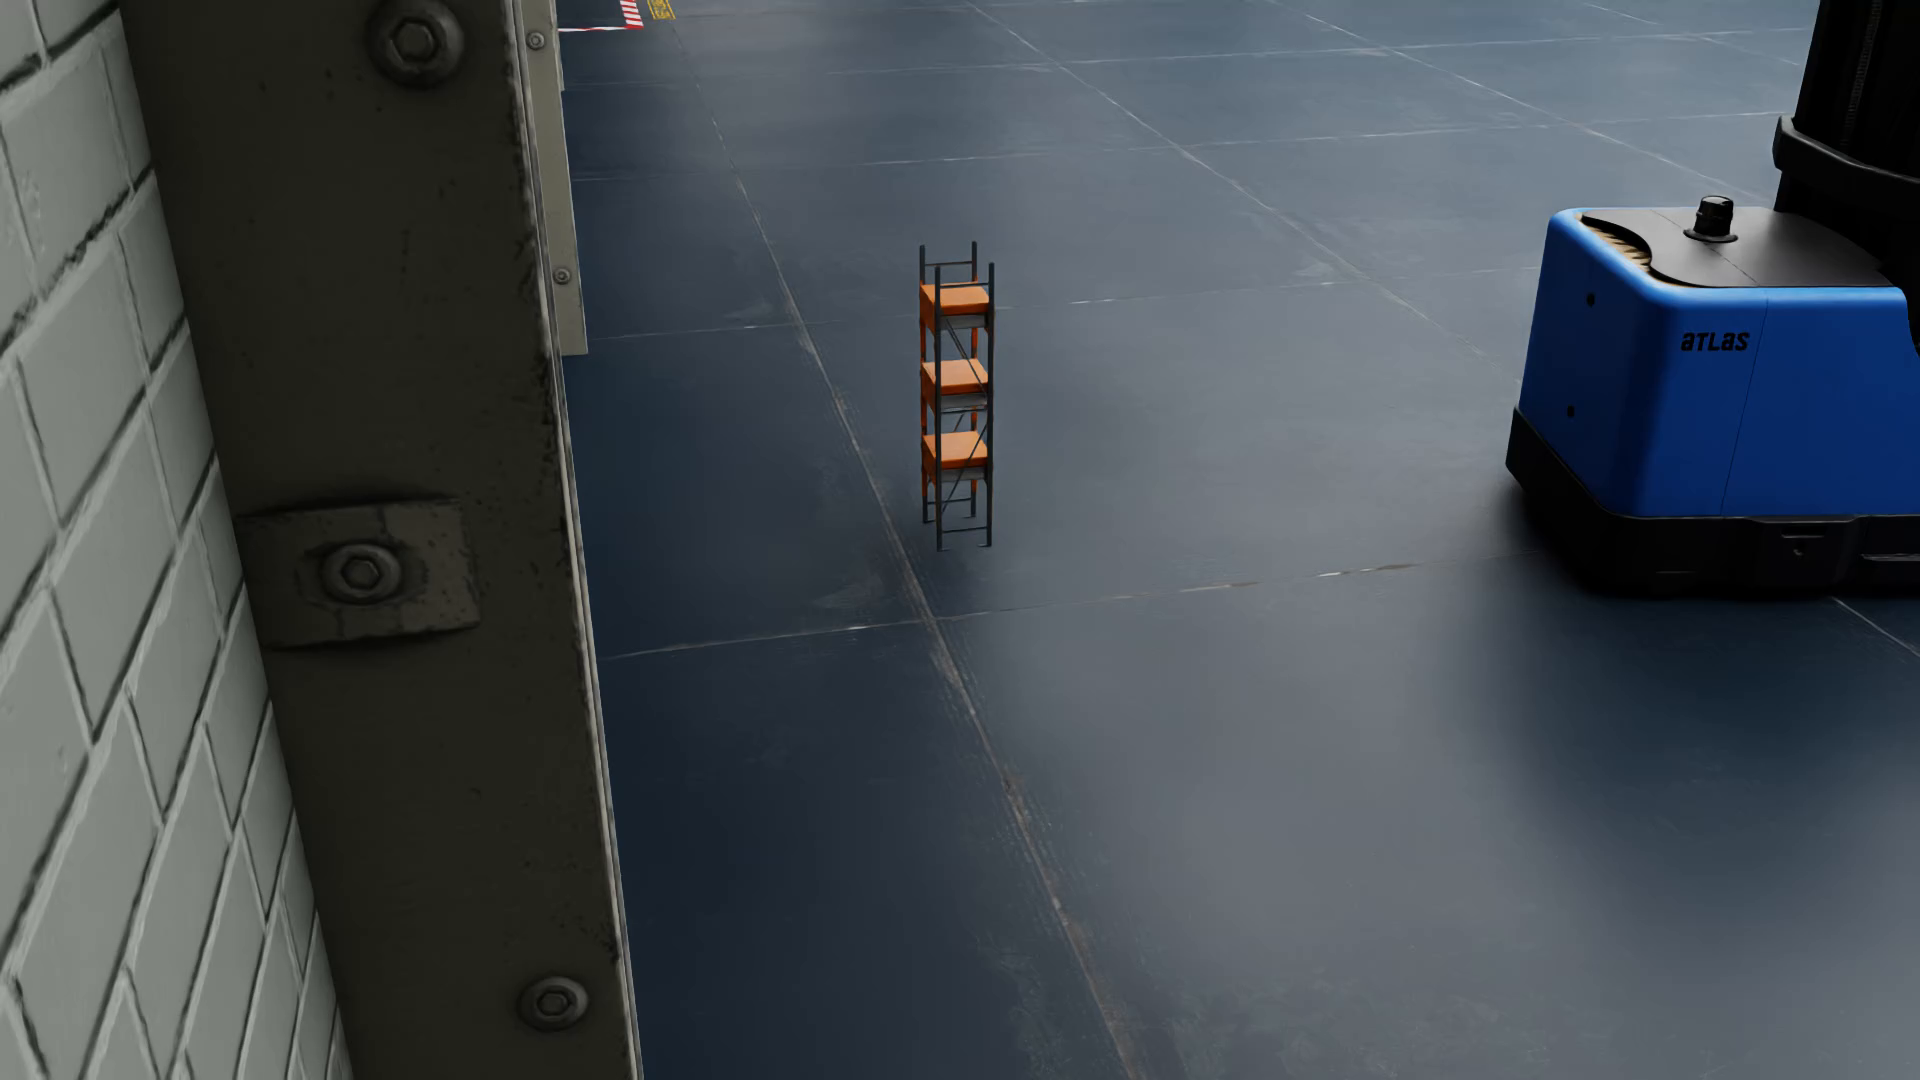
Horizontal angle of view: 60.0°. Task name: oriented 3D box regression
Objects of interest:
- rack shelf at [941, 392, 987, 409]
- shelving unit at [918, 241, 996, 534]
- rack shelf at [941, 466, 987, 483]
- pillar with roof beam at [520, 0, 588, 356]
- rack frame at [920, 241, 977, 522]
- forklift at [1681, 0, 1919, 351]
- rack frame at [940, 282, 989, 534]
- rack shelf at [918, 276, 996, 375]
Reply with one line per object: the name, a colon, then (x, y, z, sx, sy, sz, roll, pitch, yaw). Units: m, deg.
rack shelf: (-0.012, -0.527, 5.798, 0.166, 0.050, 0.221, -6, 27, -12)
shelving unit: (-0.012, -0.493, 5.817, 0.215, 1.050, 0.249, -6, 27, -12)
rack shelf: (-0.012, -0.279, 5.923, 0.166, 0.050, 0.221, -6, 27, -12)
pillar with roof beam: (2.273, -5.390, 6.697, 9.100, 9.000, 0.400, -6, 27, -12)
rack frame: (-0.040, -0.546, 5.922, 0.200, 1.050, 0.008, -6, 27, -12)
forklift: (11.897, -11.939, 26.158, 20.855, 3.159, 47.191, -1, 27, -1)
rack frame: (0.016, -0.439, 5.710, 0.190, 0.915, 0.003, -6, 27, -12)
rack shelf: (-0.012, -0.736, 5.693, 0.215, 0.259, 0.240, -6, 27, -12)
